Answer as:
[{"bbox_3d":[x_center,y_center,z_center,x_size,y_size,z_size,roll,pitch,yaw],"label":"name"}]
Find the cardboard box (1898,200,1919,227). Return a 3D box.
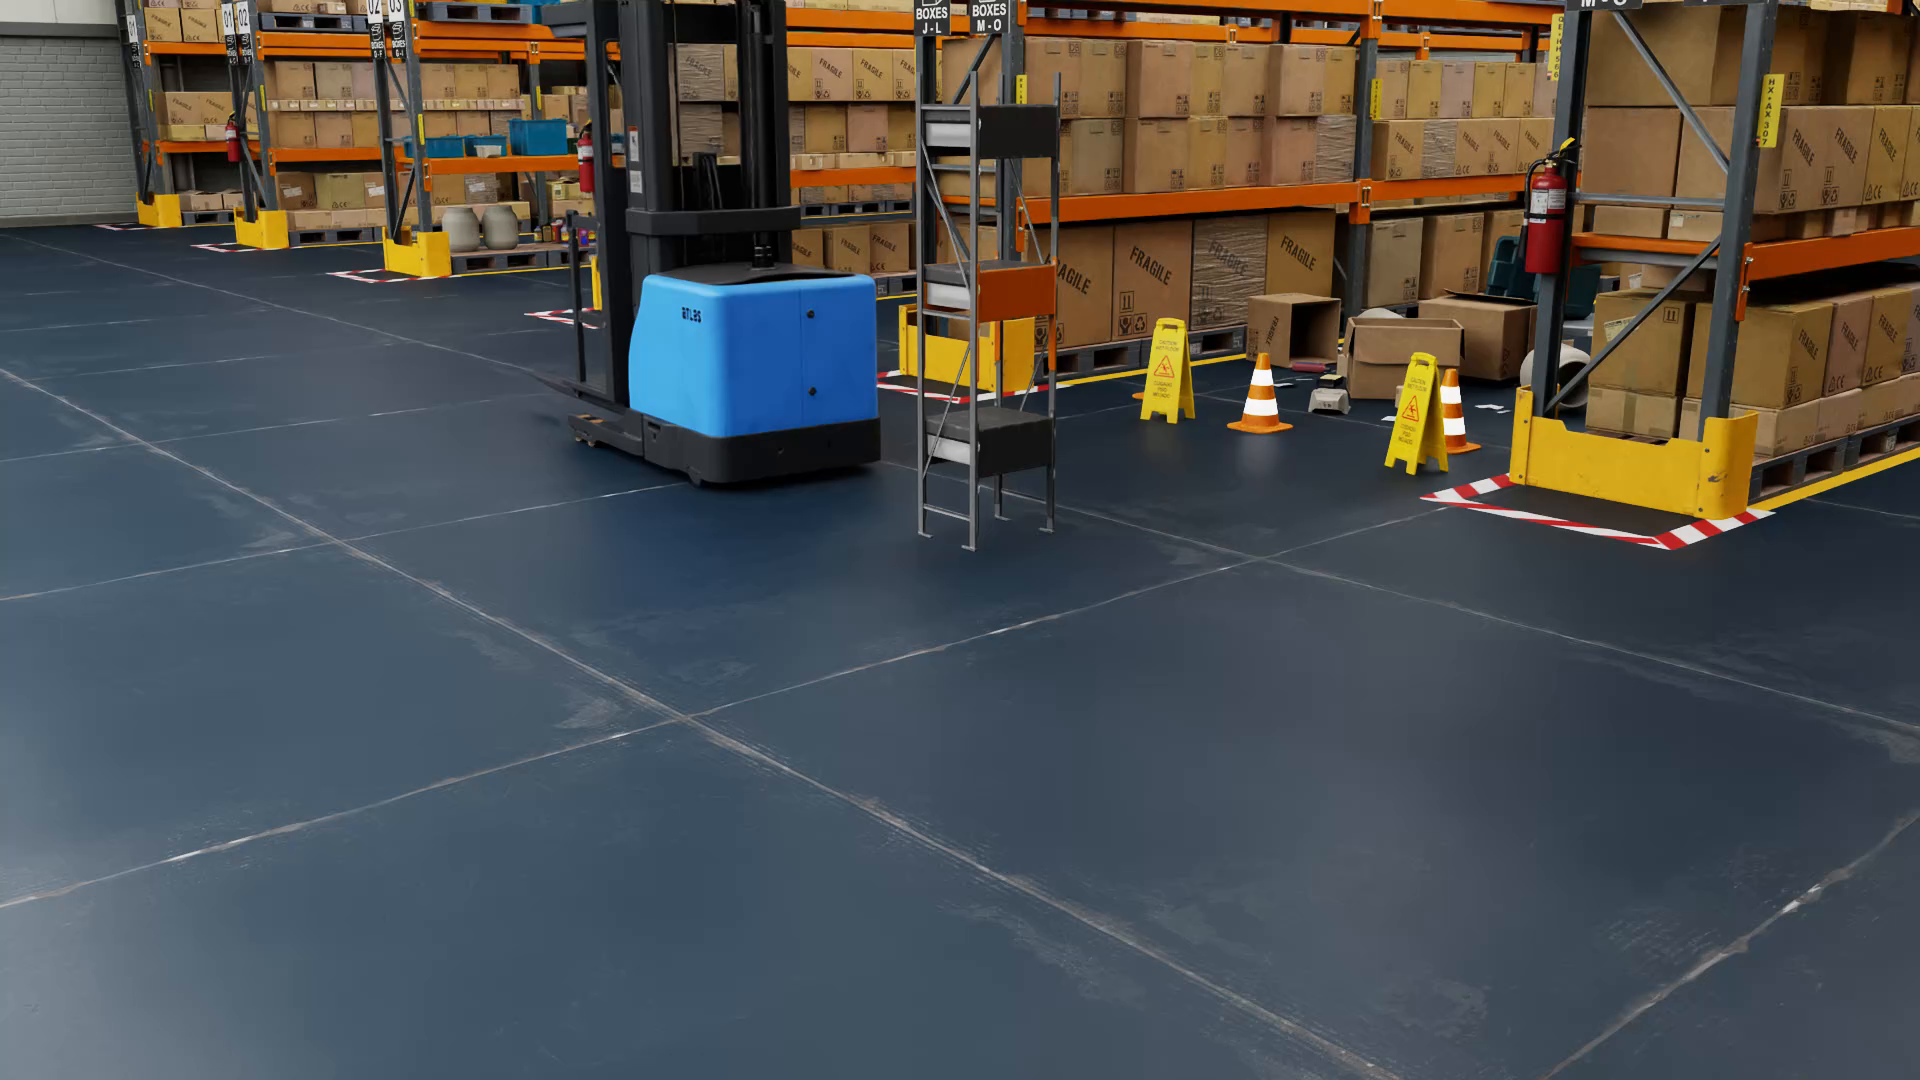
[{"bbox_3d":[5.208,-1.850,9.352,0.250,0.149,0.380,-12,19,-39],"label":"cardboard box"}]

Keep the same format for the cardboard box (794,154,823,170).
[{"bbox_3d":[-1.559,-3.714,16.328,0.250,0.149,0.380,-13,19,-39],"label":"cardboard box"}]

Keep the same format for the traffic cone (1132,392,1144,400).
[{"bbox_3d":[1.387,-1.203,11.358,0.334,0.463,0.336,-13,19,-39],"label":"traffic cone"}]

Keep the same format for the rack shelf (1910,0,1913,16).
[{"bbox_3d":[7.906,-3.787,11.697,4.000,0.370,1.077,-13,19,-39],"label":"rack shelf"}]

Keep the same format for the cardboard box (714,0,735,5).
[{"bbox_3d":[-2.207,-5.095,15.489,0.500,0.250,0.500,-13,20,-41],"label":"cardboard box"}]

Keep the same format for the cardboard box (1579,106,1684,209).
[{"bbox_3d":[3.608,-2.007,8.679,0.500,0.500,0.500,-13,20,-40],"label":"cardboard box"}]

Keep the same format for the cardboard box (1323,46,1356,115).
[{"bbox_3d":[2.771,-3.831,13.898,0.550,0.550,0.875,-13,19,-39],"label":"cardboard box"}]

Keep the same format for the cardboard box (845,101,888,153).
[{"bbox_3d":[-1.199,-4.222,16.972,0.500,0.500,0.875,-13,19,-39],"label":"cardboard box"}]

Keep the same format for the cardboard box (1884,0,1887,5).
[{"bbox_3d":[11.171,-6.644,20.319,0.500,0.250,0.500,-12,19,-39],"label":"cardboard box"}]

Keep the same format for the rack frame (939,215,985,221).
[{"bbox_3d":[-0.108,-4.276,17.945,0.127,3.000,1.000,-13,19,-39],"label":"rack frame"}]

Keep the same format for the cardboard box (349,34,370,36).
[{"bbox_3d":[-10.083,-8.542,27.871,0.500,0.500,0.500,-12,19,-38],"label":"cardboard box"}]

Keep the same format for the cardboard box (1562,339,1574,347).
[{"bbox_3d":[4.374,-1.305,12.123,0.258,0.266,0.396,2,15,9],"label":"cardboard box"}]

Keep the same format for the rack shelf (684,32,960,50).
[{"bbox_3d":[-1.851,-6.681,22.529,4.000,0.370,1.077,-13,19,-39],"label":"rack shelf"}]

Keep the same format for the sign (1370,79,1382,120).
[{"bbox_3d":[3.437,-3.642,13.741,0.005,0.325,0.100,-13,19,-39],"label":"sign"}]

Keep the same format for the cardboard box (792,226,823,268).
[{"bbox_3d":[-1.730,-2.906,16.848,0.500,0.500,0.500,-10,18,-34],"label":"cardboard box"}]

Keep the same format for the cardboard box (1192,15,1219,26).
[{"bbox_3d":[2.712,-6.202,19.634,0.500,0.250,0.500,-13,19,-39],"label":"cardboard box"}]

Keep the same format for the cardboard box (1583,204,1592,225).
[{"bbox_3d":[6.768,-3.398,17.235,0.500,0.250,0.500,-14,20,-42],"label":"cardboard box"}]

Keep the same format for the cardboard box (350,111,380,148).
[{"bbox_3d":[-8.494,-5.825,23.552,0.500,0.500,0.700,-12,19,-39],"label":"cardboard box"}]

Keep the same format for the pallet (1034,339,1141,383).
[{"bbox_3d":[0.606,-1.419,12.653,1.213,0.211,1.003,-13,19,-39],"label":"pallet"}]

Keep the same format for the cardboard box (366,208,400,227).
[{"bbox_3d":[-8.323,-4.619,23.746,0.500,0.250,0.500,-13,19,-39],"label":"cardboard box"}]

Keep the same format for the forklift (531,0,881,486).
[{"bbox_3d":[-1.690,-2.026,9.655,1.130,2.935,3.031,-10,18,-34],"label":"forklift"}]

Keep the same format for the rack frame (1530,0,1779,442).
[{"bbox_3d":[3.380,-1.669,8.186,0.127,3.000,1.000,-13,19,-39],"label":"rack frame"}]

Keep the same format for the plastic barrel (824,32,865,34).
[{"bbox_3d":[-1.597,-7.367,22.872,0.708,0.830,0.600,-13,19,-39],"label":"plastic barrel"}]

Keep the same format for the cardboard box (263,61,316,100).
[{"bbox_3d":[-9.225,-6.288,22.771,0.500,0.500,0.700,-13,19,-39],"label":"cardboard box"}]

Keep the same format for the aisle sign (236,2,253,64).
[{"bbox_3d":[-9.474,-6.713,22.030,0.004,0.787,0.394,-13,19,-39],"label":"aisle sign"}]

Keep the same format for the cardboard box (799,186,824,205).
[{"bbox_3d":[-2.668,-5.999,28.387,0.500,0.500,0.500,-14,20,-41],"label":"cardboard box"}]

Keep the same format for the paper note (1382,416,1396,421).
[{"bbox_3d":[2.786,-0.782,10.619,0.148,0.019,0.142,8,17,28],"label":"paper note"}]

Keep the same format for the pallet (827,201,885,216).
[{"bbox_3d":[-2.083,-5.860,29.280,1.213,0.211,1.003,-13,19,-39],"label":"pallet"}]

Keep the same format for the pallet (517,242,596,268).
[{"bbox_3d":[-4.814,-3.579,20.742,1.213,0.211,1.003,-13,19,-39],"label":"pallet"}]

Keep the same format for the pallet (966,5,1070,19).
[{"bbox_3d":[0.428,-5.718,17.896,1.003,0.211,1.213,-13,19,-39],"label":"pallet"}]

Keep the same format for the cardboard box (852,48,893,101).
[{"bbox_3d":[-1.021,-4.652,16.644,0.500,0.500,0.500,-13,19,-39],"label":"cardboard box"}]

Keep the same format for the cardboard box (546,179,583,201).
[{"bbox_3d":[-6.133,-5.372,25.476,0.500,0.311,0.500,-13,19,-39],"label":"cardboard box"}]

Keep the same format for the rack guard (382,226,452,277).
[{"bbox_3d":[-6.350,-3.377,19.423,0.348,0.500,1.175,-13,19,-39],"label":"rack guard"}]

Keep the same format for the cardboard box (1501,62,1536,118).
[{"bbox_3d":[4.978,-4.255,15.735,0.500,0.500,0.700,-13,20,-40],"label":"cardboard box"}]

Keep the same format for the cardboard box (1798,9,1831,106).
[{"bbox_3d":[4.326,-2.664,9.202,0.500,0.500,0.700,-13,20,-40],"label":"cardboard box"}]

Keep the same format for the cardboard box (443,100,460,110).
[{"bbox_3d":[-7.441,-6.307,24.098,0.250,0.149,0.380,-13,20,-40],"label":"cardboard box"}]

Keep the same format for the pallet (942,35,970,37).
[{"bbox_3d":[0.299,-7.386,24.143,1.213,0.211,1.003,-13,19,-39],"label":"pallet"}]

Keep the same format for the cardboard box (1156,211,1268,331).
[{"bbox_3d":[1.874,-2.223,13.564,0.875,0.875,0.875,-12,19,-39],"label":"cardboard box"}]

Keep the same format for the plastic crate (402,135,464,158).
[{"bbox_3d":[-6.196,-4.634,19.573,0.616,0.251,0.499,-13,19,-39],"label":"plastic crate"}]

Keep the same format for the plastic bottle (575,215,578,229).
[{"bbox_3d":[-4.844,-3.981,21.123,0.185,0.351,0.144,-12,19,-37],"label":"plastic bottle"}]

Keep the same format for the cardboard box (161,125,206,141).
[{"bbox_3d":[-12.304,-6.449,26.334,0.500,0.250,0.500,-13,20,-41],"label":"cardboard box"}]

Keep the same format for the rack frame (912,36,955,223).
[{"bbox_3d":[-0.342,-5.918,24.092,0.127,3.000,1.000,-13,19,-39],"label":"rack frame"}]

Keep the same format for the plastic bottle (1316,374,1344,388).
[{"bbox_3d":[2.660,-1.144,11.915,0.133,0.061,0.283,8,17,28],"label":"plastic bottle"}]

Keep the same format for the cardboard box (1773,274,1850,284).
[{"bbox_3d":[4.987,-1.355,10.073,0.500,0.500,0.500,-11,19,-37],"label":"cardboard box"}]

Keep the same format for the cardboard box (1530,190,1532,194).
[{"bbox_3d":[8.514,-5.361,25.311,0.875,0.875,0.875,-13,19,-39],"label":"cardboard box"}]

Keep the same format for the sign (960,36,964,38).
[{"bbox_3d":[0.025,-7.210,23.322,0.005,0.325,0.100,-13,19,-39],"label":"sign"}]

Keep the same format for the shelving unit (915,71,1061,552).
[{"bbox_3d":[0.125,-1.042,7.584,0.503,2.100,0.431,-13,19,-39],"label":"shelving unit"}]

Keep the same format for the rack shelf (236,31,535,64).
[{"bbox_3d":[-8.117,-6.968,23.605,4.000,0.370,1.077,-13,19,-39],"label":"rack shelf"}]

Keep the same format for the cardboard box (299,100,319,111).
[{"bbox_3d":[-8.991,-5.959,22.795,0.250,0.149,0.380,-13,20,-41],"label":"cardboard box"}]

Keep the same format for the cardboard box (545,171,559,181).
[{"bbox_3d":[-7.819,-6.655,30.842,0.500,0.500,0.700,-13,20,-39],"label":"cardboard box"}]

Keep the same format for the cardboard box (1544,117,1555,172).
[{"bbox_3d":[5.549,-3.806,15.993,0.500,0.500,0.500,-13,19,-39],"label":"cardboard box"}]

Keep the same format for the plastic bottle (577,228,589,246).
[{"bbox_3d":[-4.622,-3.744,20.365,0.133,0.283,0.061,-12,19,-38],"label":"plastic bottle"}]

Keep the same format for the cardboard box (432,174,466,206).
[{"bbox_3d":[-7.574,-5.153,24.290,0.500,0.500,0.500,-13,19,-39],"label":"cardboard box"}]

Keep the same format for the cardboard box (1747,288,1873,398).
[{"bbox_3d":[4.579,-1.082,9.050,0.500,0.500,0.500,-14,20,-41],"label":"cardboard box"}]

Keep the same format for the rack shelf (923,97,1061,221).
[{"bbox_3d":[0.125,-1.706,7.407,0.480,0.518,0.431,-13,19,-39],"label":"rack shelf"}]

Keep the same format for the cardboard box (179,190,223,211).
[{"bbox_3d":[-12.299,-5.504,26.902,0.500,0.311,0.500,13,20,41],"label":"cardboard box"}]

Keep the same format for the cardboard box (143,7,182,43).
[{"bbox_3d":[-12.464,-8.006,25.866,0.500,0.500,0.500,-12,19,-38],"label":"cardboard box"}]
